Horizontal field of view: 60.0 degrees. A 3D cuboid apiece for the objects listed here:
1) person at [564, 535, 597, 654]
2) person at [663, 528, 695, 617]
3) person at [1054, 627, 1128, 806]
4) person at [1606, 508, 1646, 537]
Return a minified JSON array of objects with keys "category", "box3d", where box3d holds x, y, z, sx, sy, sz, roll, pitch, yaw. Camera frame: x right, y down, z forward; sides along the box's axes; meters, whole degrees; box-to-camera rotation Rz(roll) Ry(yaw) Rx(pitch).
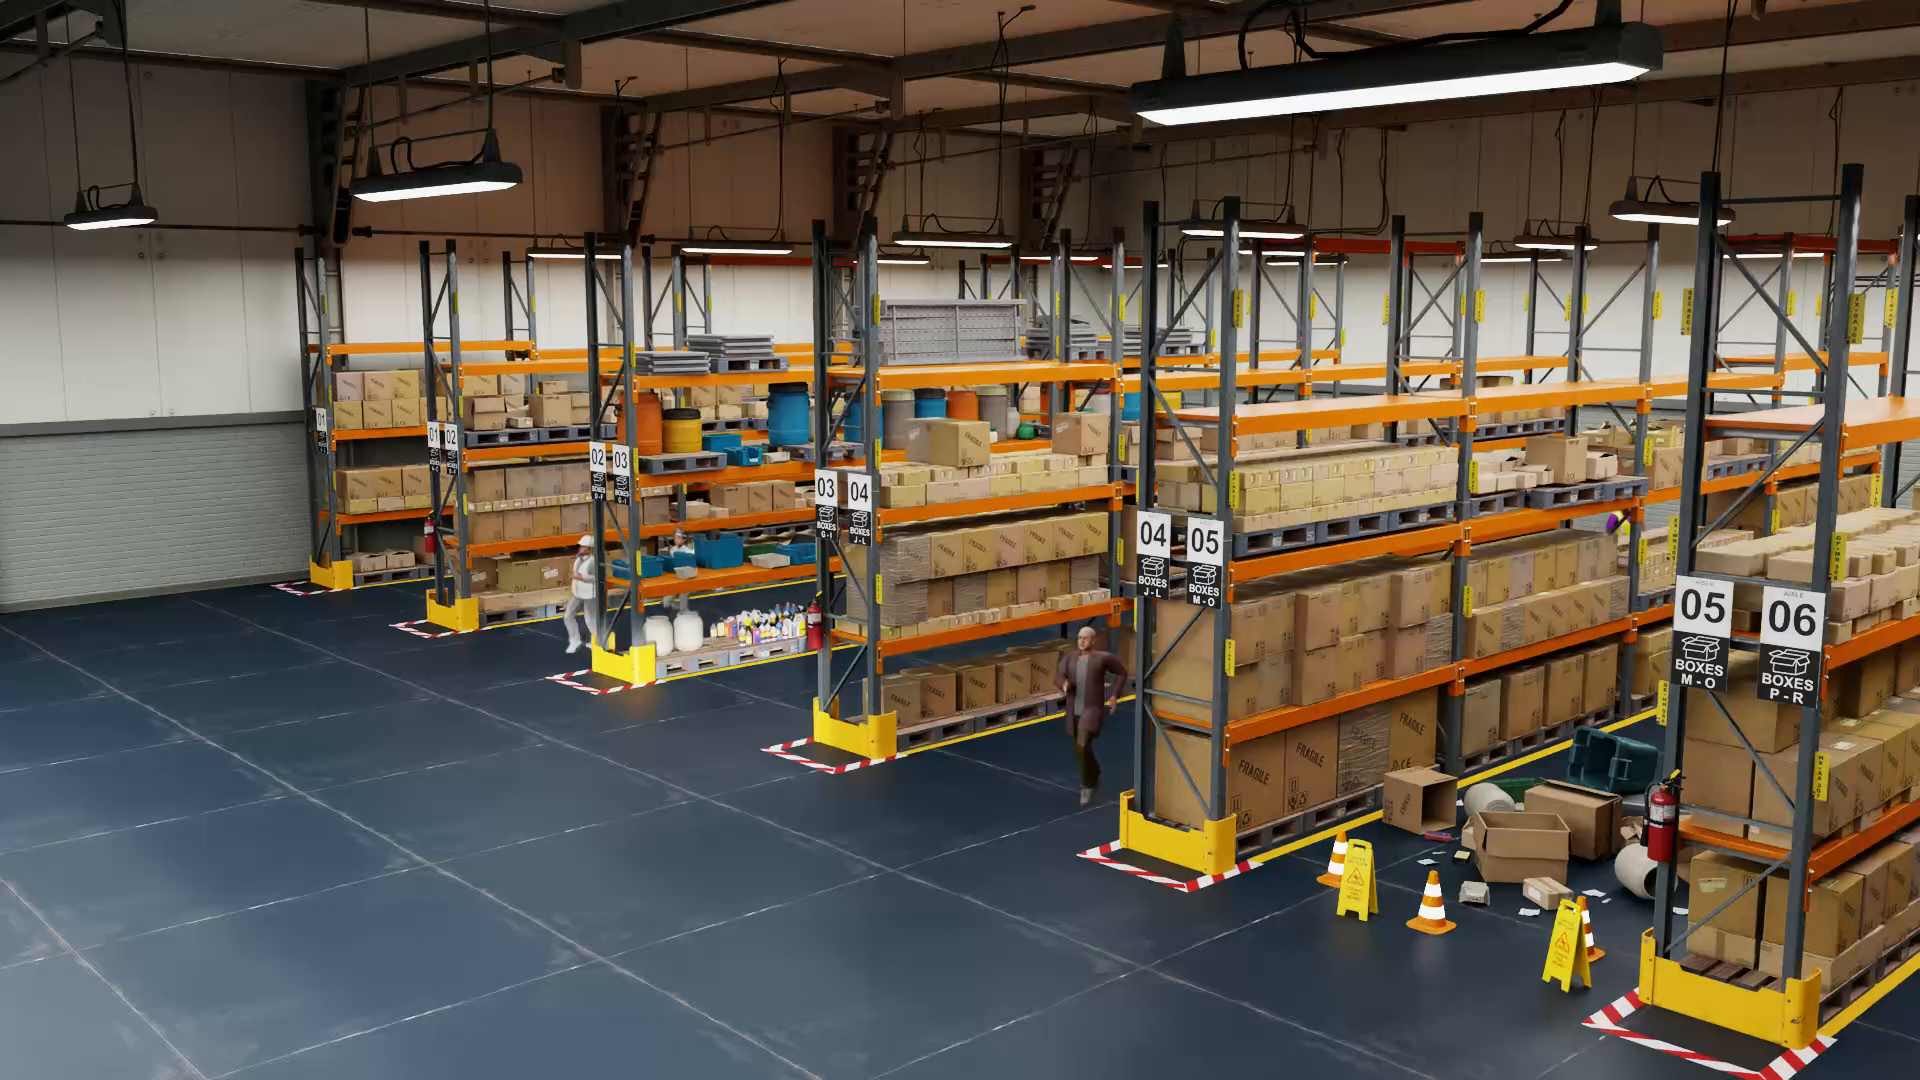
[{"category":"person","box3d":[-5.365,0.802,24.101,0.675,1.788,0.708,6,10,33]},{"category":"person","box3d":[-4.286,0.647,25.262,0.607,1.650,0.561,5,10,30]},{"category":"person","box3d":[1.294,1.799,17.113,0.672,1.834,0.811,6,10,34]},{"category":"person","box3d":[11.556,0.096,28.795,0.709,1.725,0.783,1,8,6]}]
